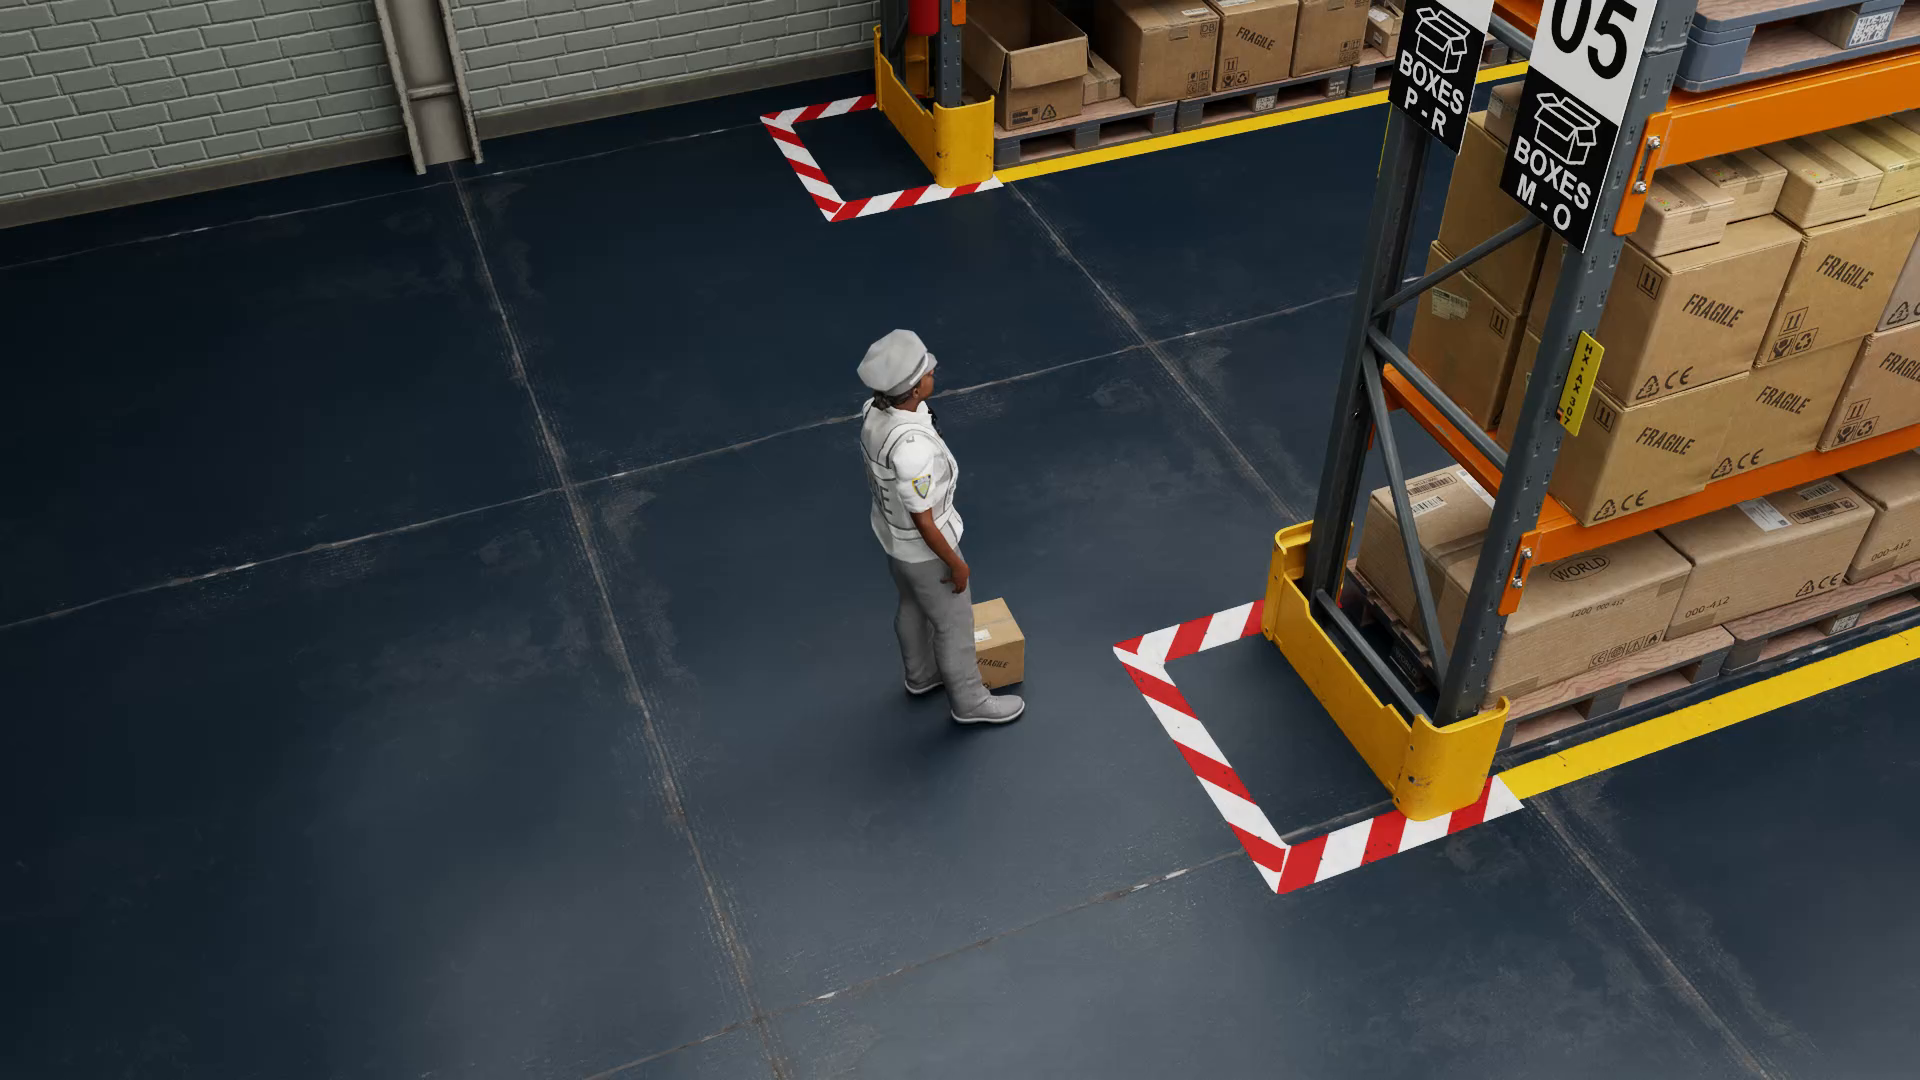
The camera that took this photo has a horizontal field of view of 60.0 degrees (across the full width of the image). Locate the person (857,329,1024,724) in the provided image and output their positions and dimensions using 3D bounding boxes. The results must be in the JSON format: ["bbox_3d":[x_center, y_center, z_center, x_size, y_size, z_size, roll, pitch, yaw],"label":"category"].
[{"bbox_3d":[-0.077,-0.036,6.163,0.528,1.694,0.569,-15,44,-16],"label":"person"}]
